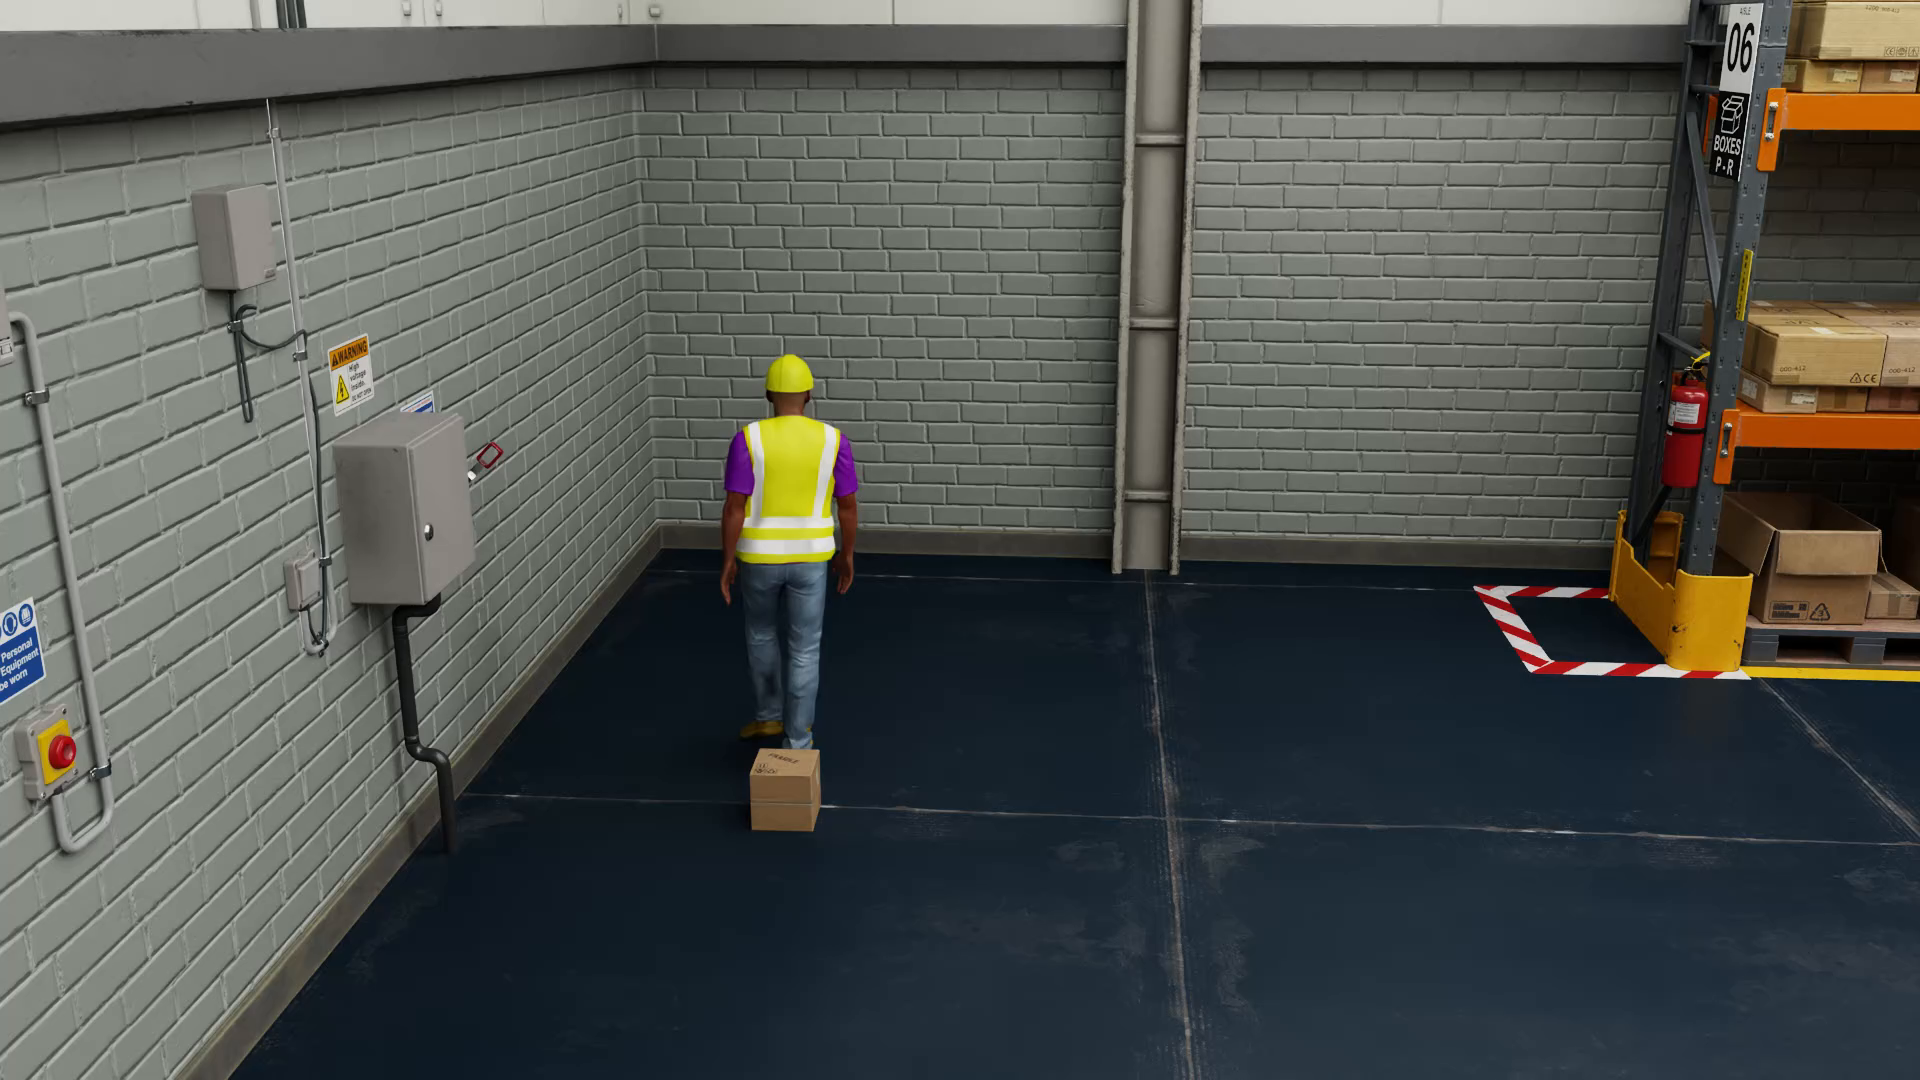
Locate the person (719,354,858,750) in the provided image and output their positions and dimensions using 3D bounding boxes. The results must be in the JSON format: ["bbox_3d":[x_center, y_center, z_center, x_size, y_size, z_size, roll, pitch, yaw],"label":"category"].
[{"bbox_3d":[-0.734,0.104,7.189,0.607,1.785,0.561,-2,18,-7],"label":"person"}]
